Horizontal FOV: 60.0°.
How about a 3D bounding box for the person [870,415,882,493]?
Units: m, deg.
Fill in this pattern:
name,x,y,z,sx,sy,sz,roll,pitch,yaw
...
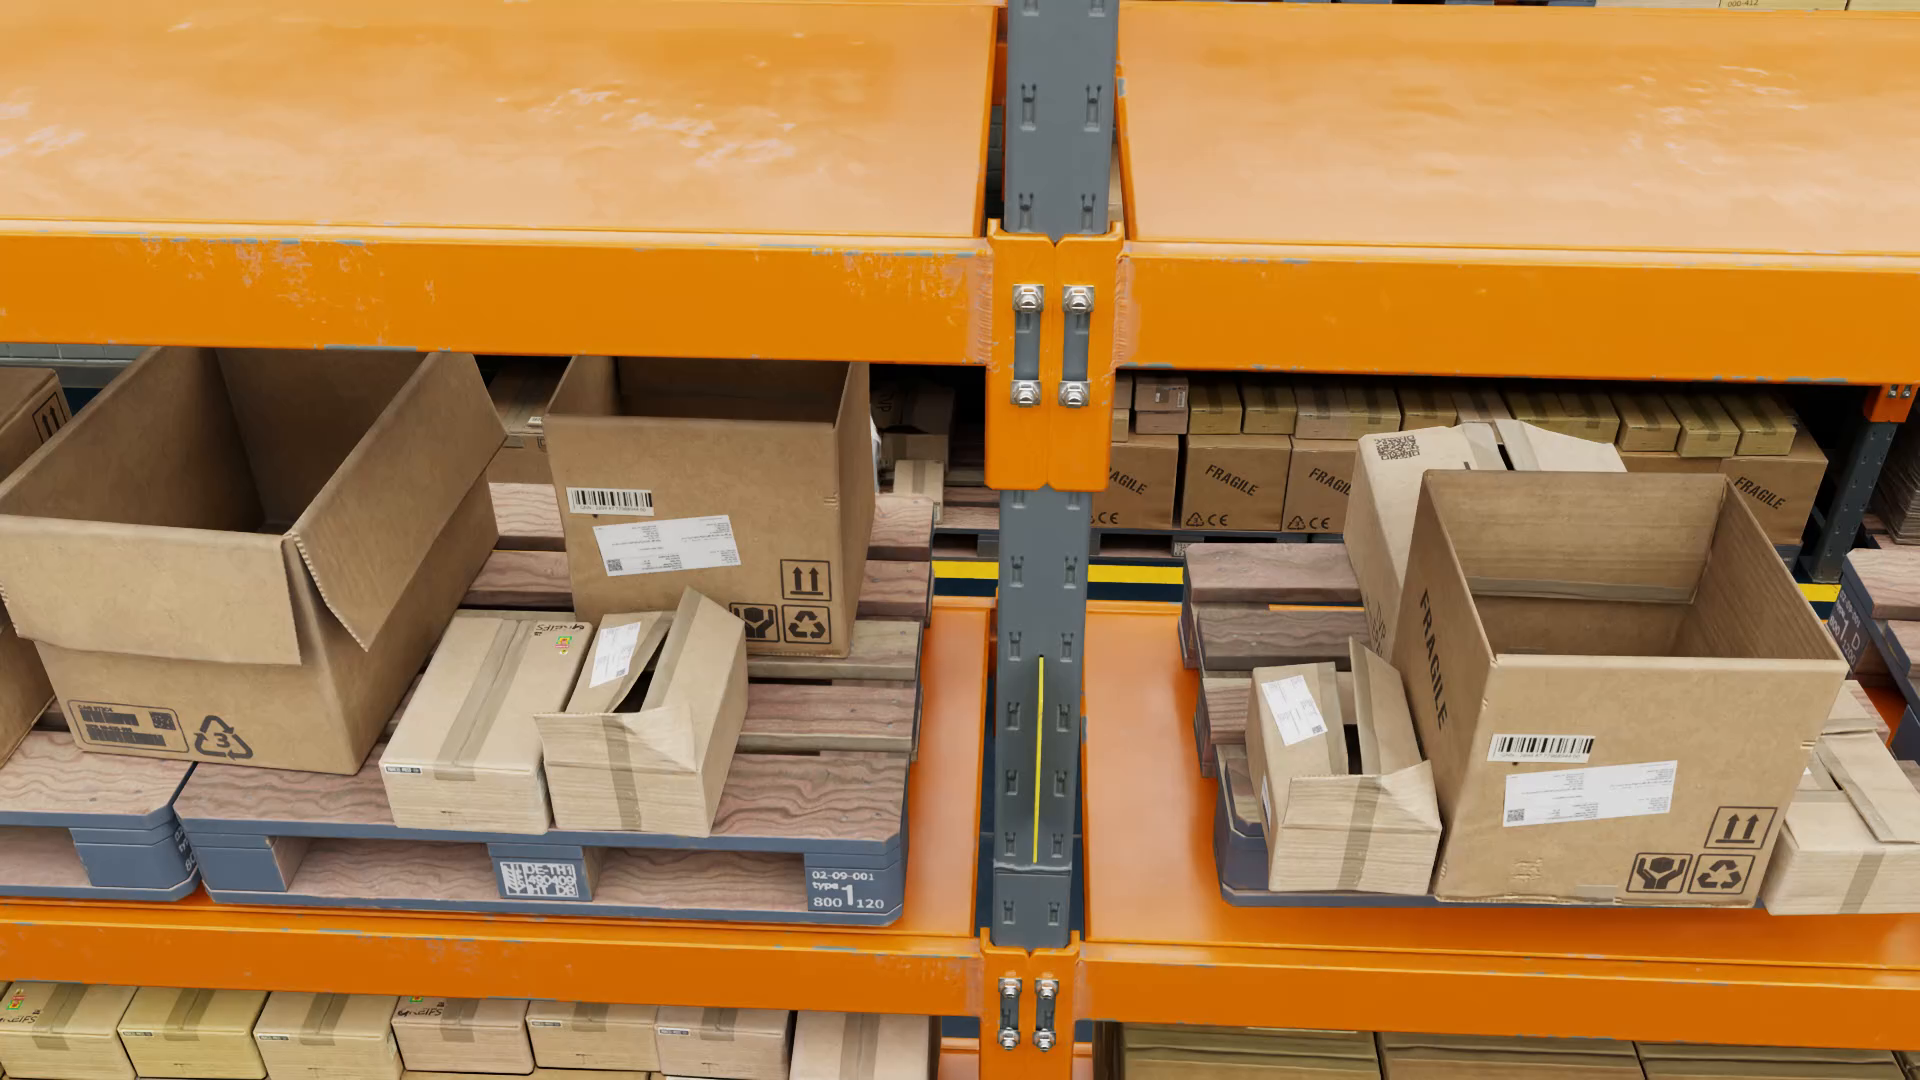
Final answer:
name,x,y,z,sx,sy,sz,roll,pitch,yaw
person,-0.472,-0.028,7.120,0.397,1.801,0.608,-8,36,-11
